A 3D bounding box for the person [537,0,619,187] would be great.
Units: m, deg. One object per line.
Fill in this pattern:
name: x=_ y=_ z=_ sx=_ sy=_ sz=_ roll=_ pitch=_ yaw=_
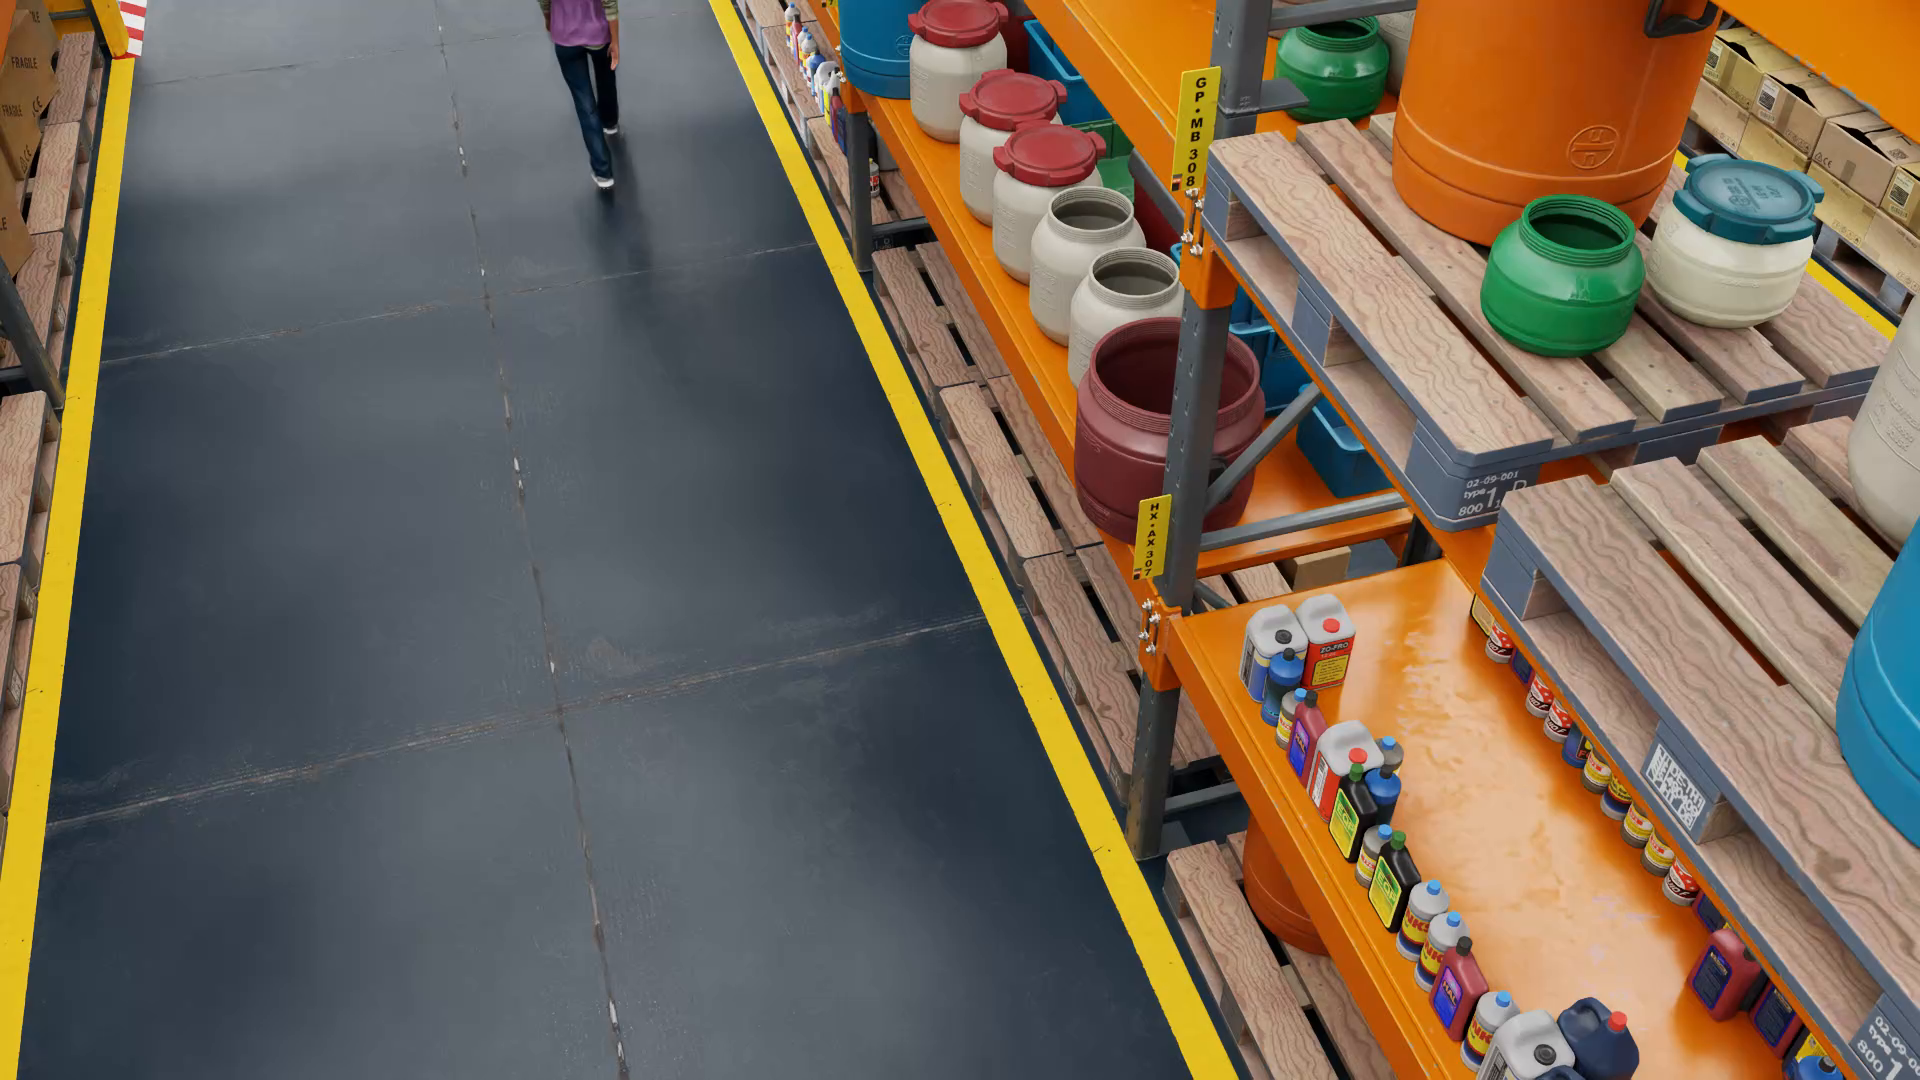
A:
person: x=-2.094 y=-2.821 z=9.196 sx=0.412 sy=1.536 sz=0.943 roll=-12 pitch=44 yaw=-13
